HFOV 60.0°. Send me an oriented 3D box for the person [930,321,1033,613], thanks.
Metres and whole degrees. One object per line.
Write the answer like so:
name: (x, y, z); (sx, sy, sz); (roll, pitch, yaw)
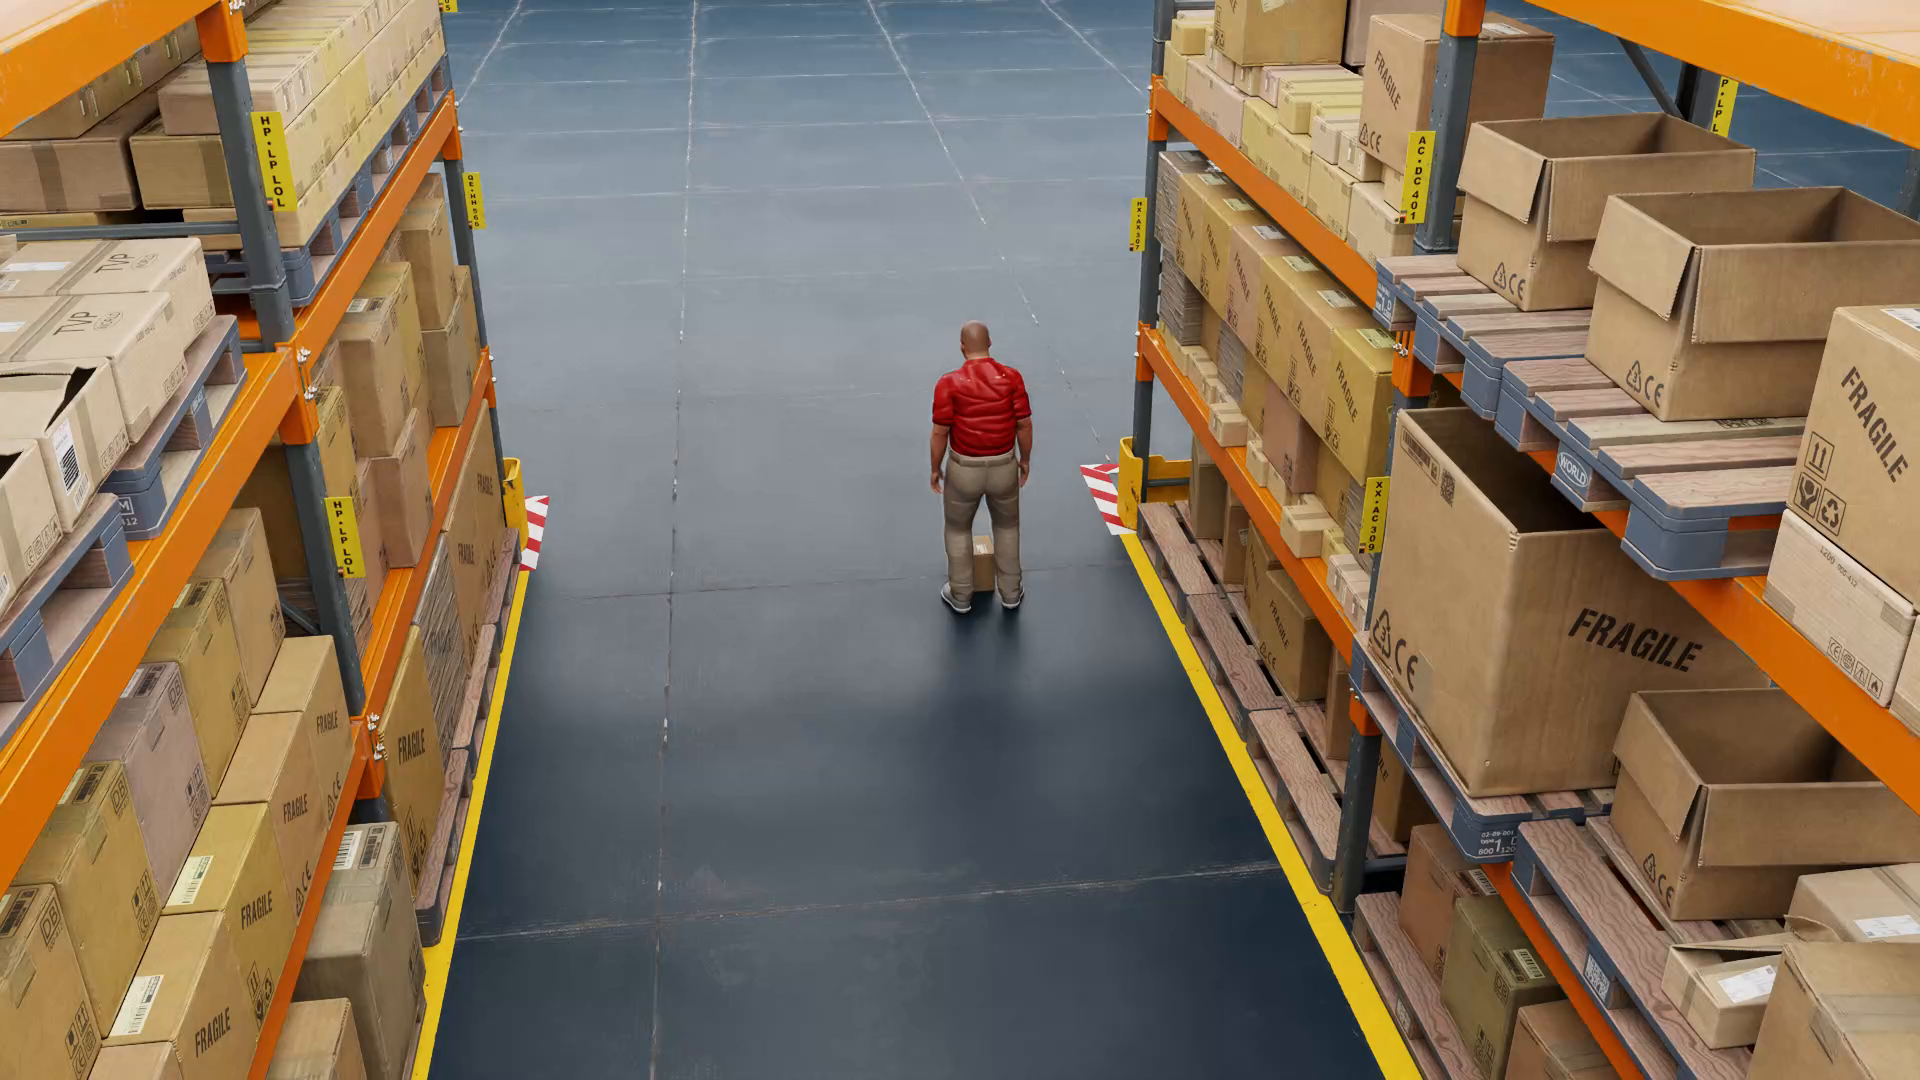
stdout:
person: (0.116, -0.401, 9.420); (0.588, 1.726, 0.390); (-5, 27, -9)
